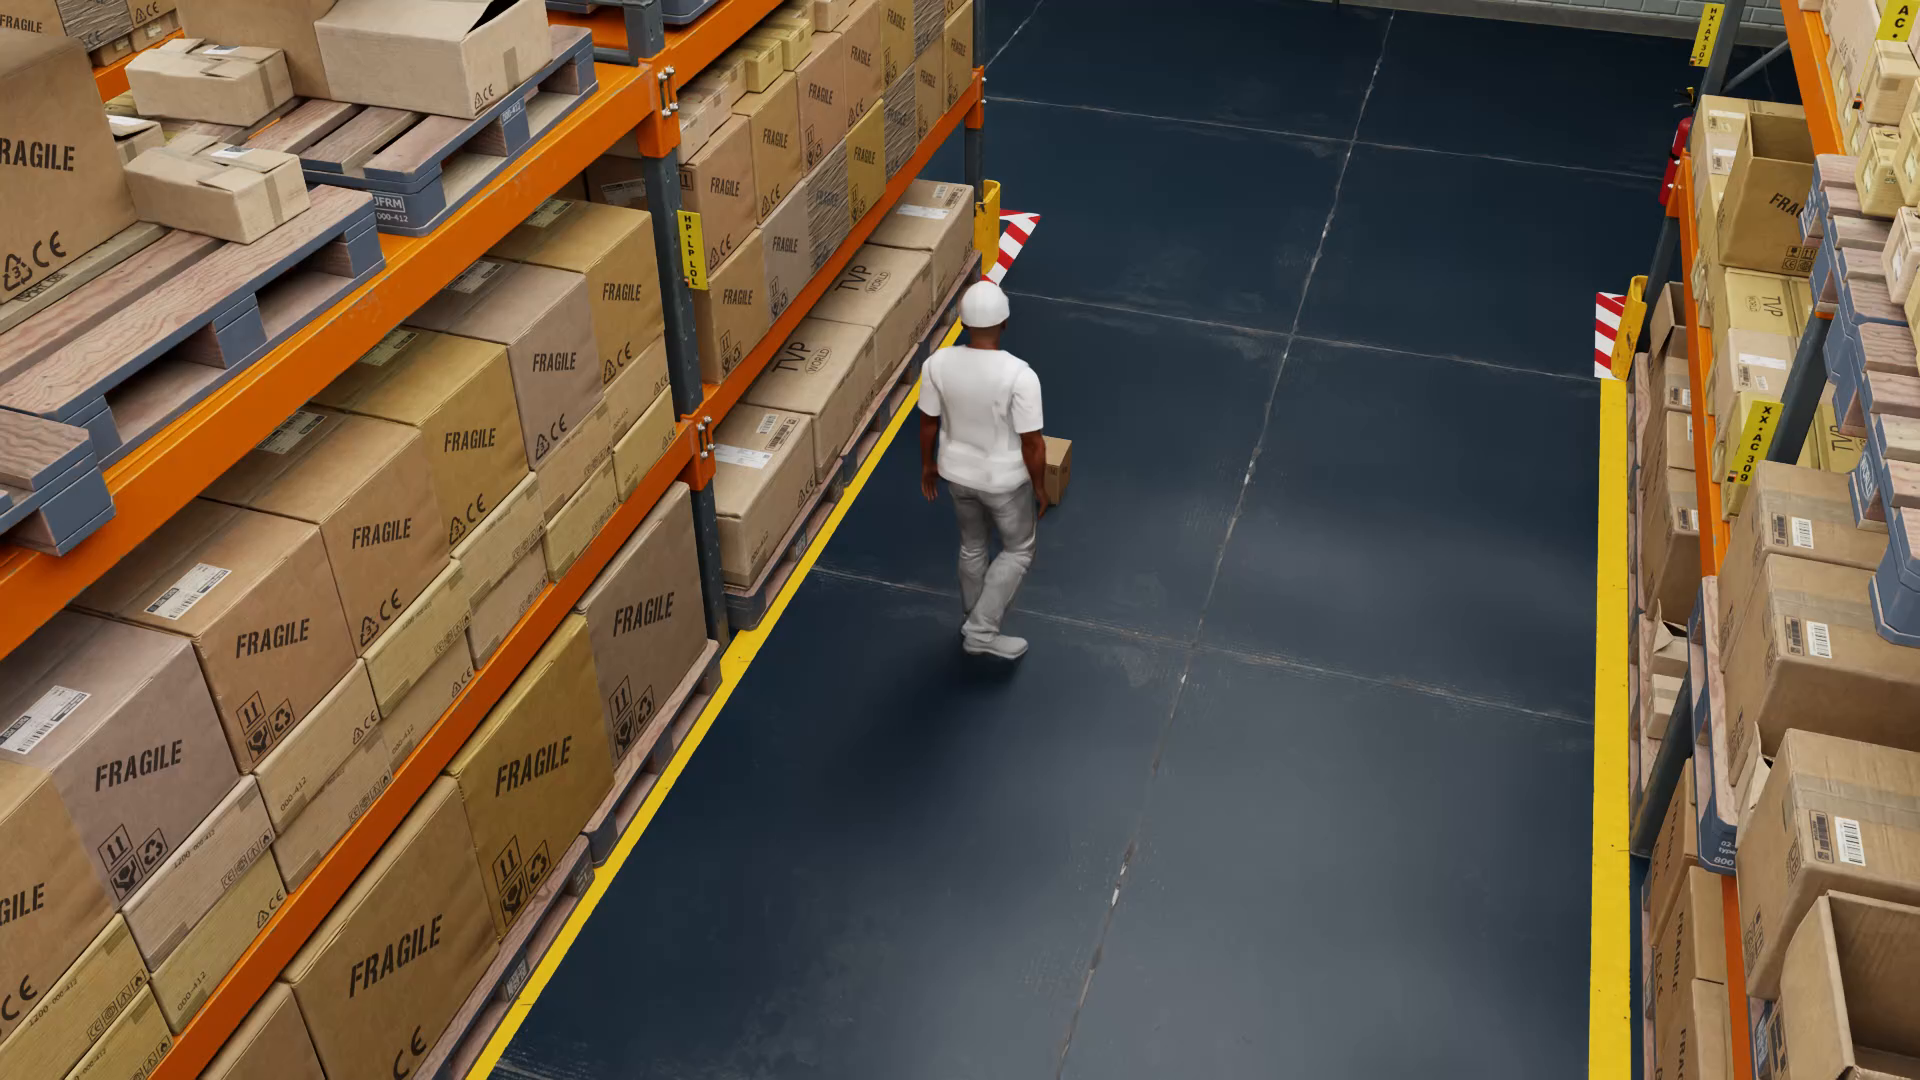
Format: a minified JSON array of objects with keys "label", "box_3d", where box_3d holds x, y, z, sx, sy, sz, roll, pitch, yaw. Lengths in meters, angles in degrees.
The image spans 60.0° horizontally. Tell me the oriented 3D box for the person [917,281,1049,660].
[{"label":"person","box_3d":[0.084,-0.261,7.224,0.604,1.757,0.569,18,40,22]}]
